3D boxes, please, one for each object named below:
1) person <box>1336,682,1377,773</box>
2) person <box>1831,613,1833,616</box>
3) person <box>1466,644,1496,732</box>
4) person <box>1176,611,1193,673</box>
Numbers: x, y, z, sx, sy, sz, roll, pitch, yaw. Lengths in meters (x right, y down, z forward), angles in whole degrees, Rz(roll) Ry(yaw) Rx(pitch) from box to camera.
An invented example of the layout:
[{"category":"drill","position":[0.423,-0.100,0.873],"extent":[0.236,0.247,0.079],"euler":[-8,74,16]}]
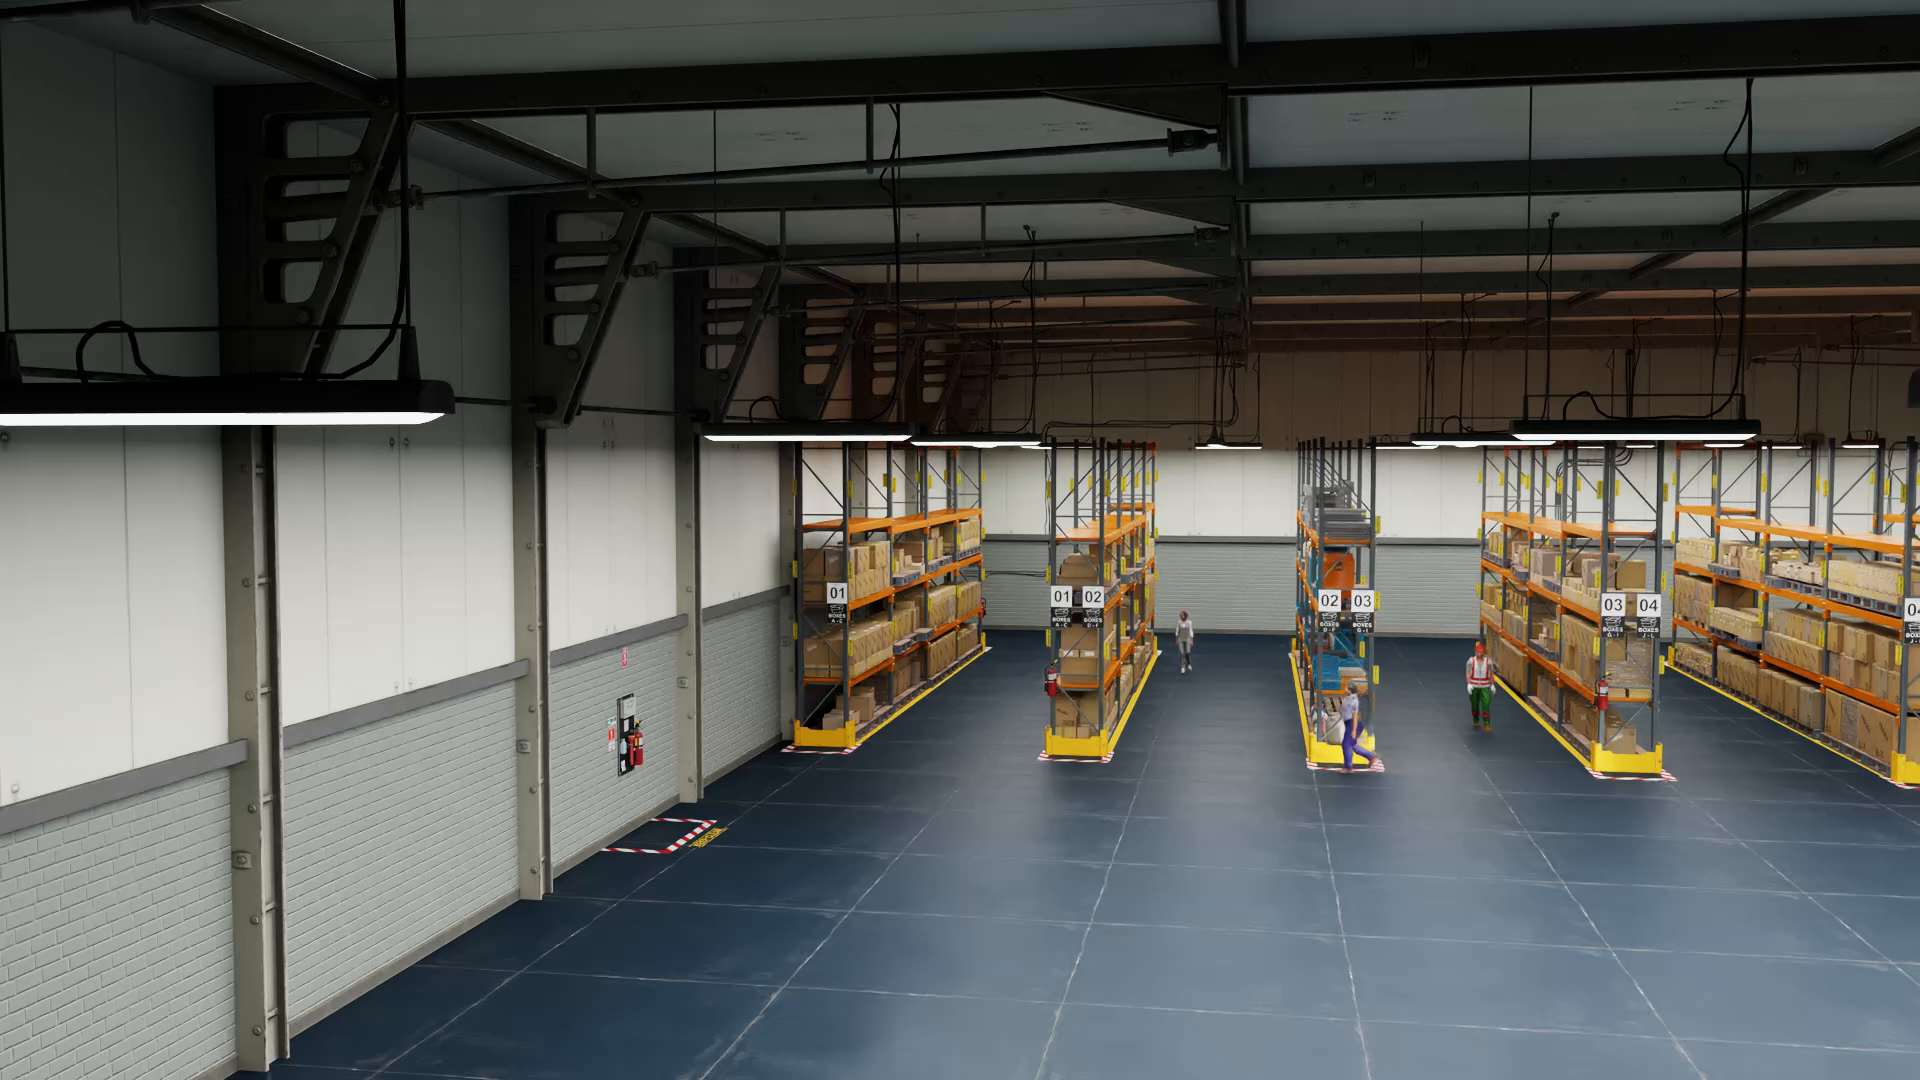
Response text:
[{"category":"person","position":[7.069,3.339,29.596],"extent":[0.751,1.602,0.489],"euler":[0,3,3]},{"category":"person","position":[21.643,2.651,41.452],"extent":[0.575,1.773,0.526],"euler":[1,3,23]},{"category":"person","position":[10.677,3.013,34.096],"extent":[0.579,1.742,0.926],"euler":[1,3,17]},{"category":"person","position":[5.819,2.641,43.124],"extent":[0.467,1.589,0.408],"euler":[1,3,16]}]
